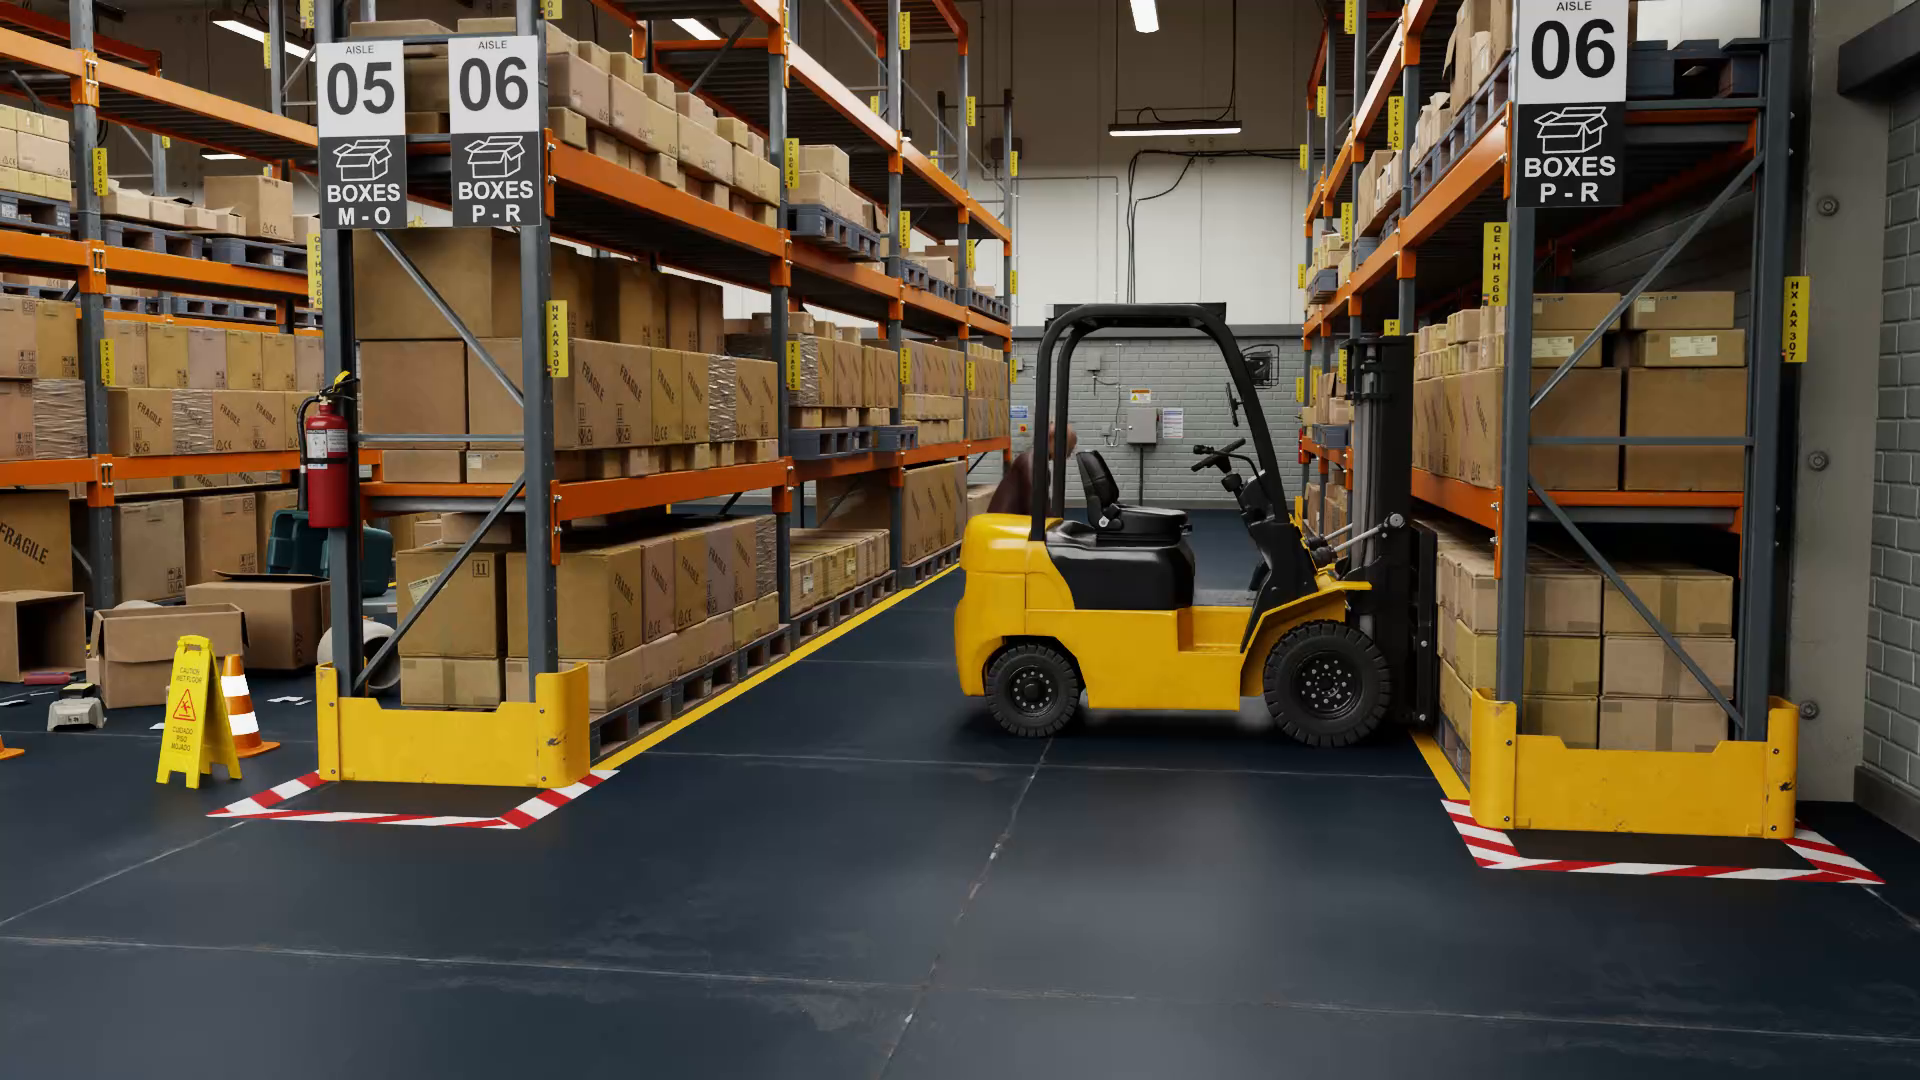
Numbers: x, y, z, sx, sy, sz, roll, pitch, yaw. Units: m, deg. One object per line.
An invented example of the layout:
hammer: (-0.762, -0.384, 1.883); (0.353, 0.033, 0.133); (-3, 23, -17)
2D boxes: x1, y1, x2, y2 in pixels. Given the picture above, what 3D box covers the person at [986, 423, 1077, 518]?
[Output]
person: (0.450, 0.019, 10.861); (0.612, 1.552, 0.626); (1, 4, 9)
